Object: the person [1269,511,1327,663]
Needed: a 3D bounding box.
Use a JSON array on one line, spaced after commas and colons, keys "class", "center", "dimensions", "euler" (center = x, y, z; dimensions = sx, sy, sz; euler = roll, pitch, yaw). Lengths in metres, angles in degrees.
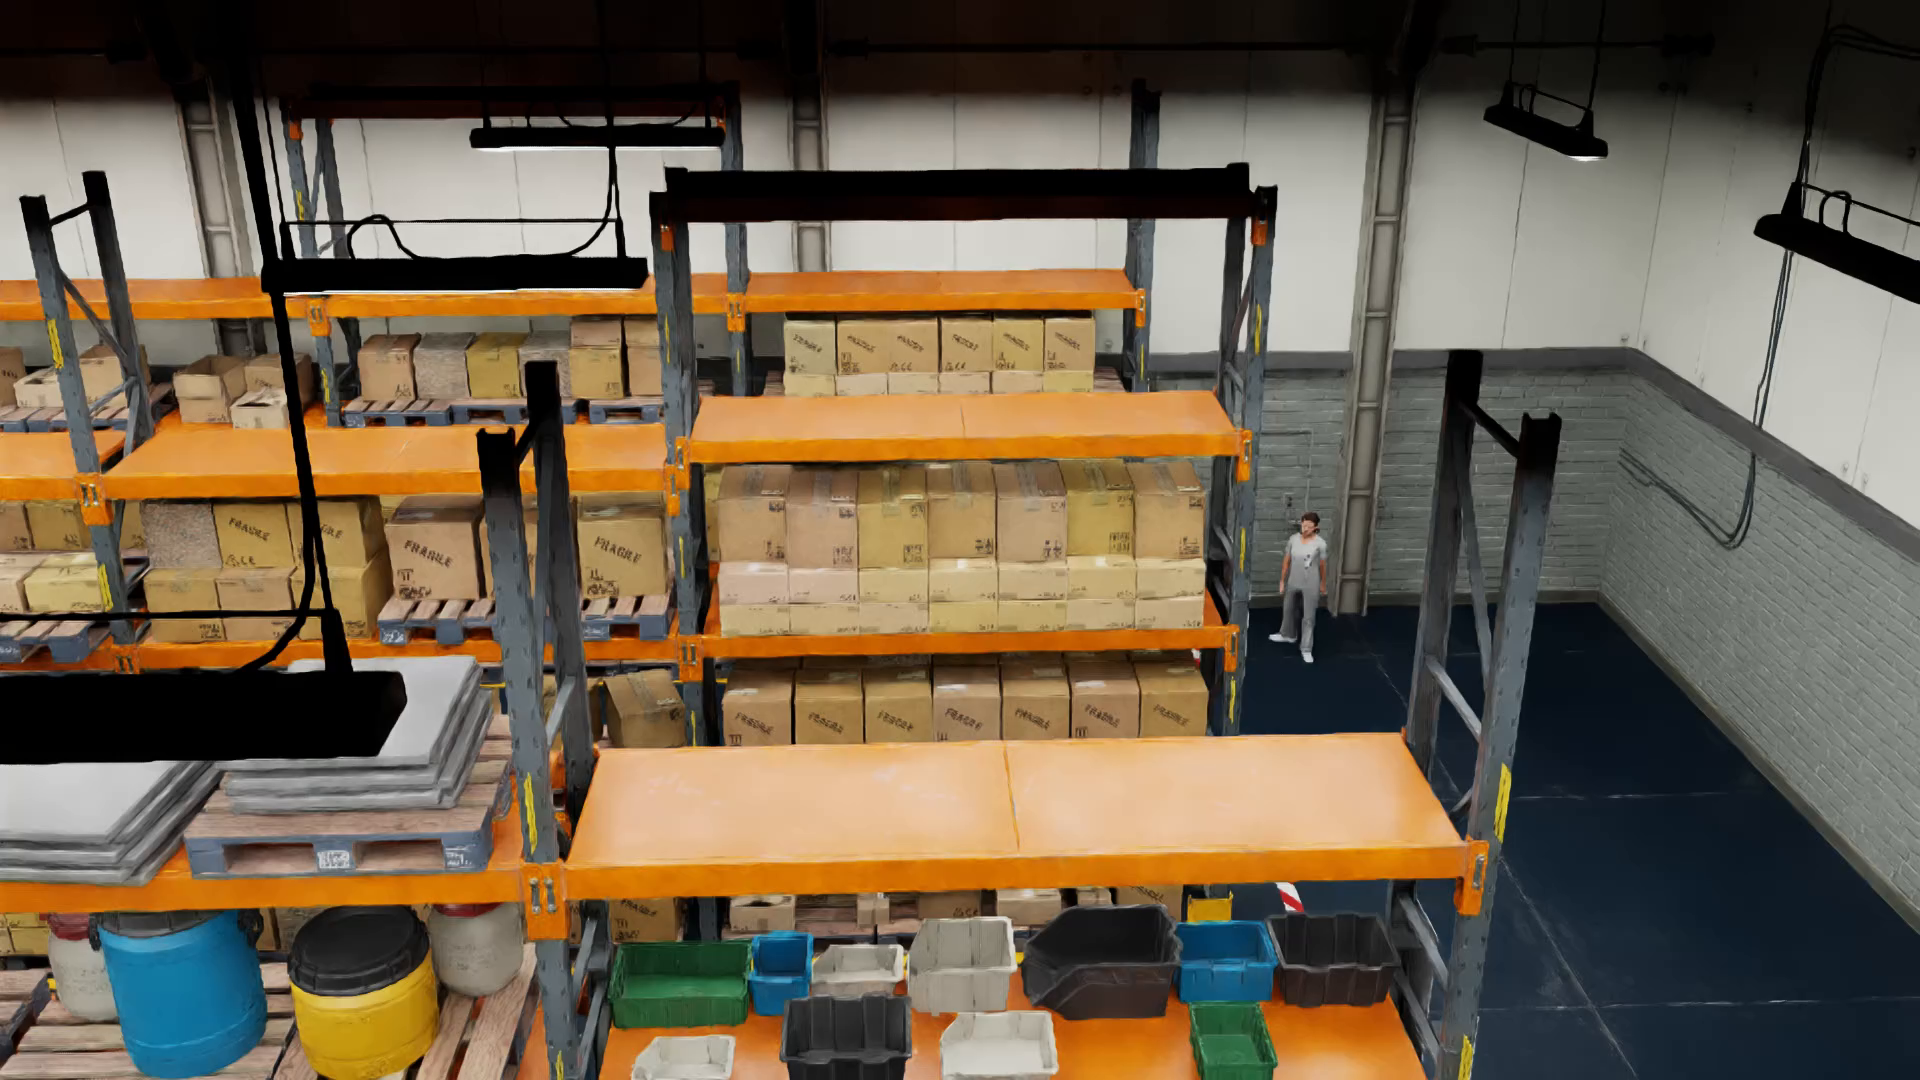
[{"class": "person", "center": [3.628, 0.437, 17.865], "dimensions": [0.645, 1.669, 0.452], "euler": [15, 27, 33]}]
